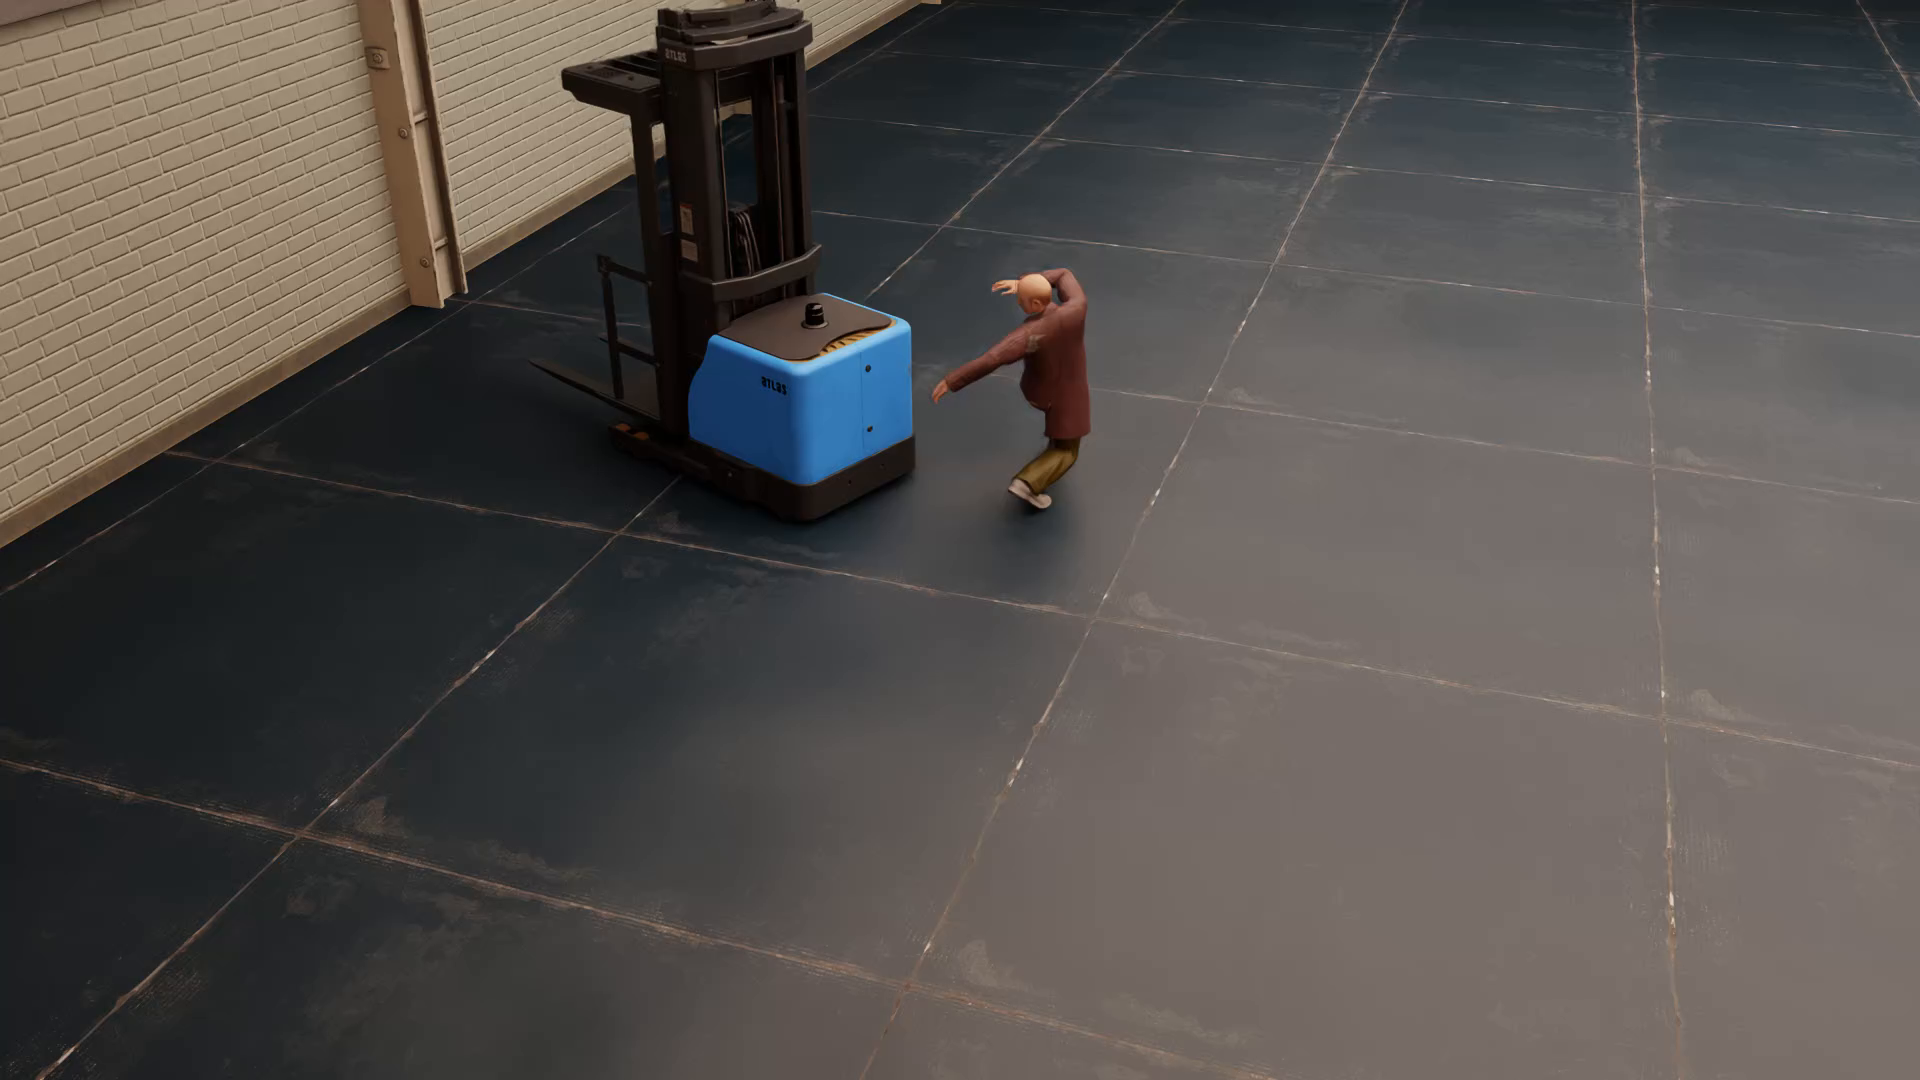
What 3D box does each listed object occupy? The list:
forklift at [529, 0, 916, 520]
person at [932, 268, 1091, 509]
[{"bbox_3d":[-1.730,-1.998,10.641,3.031,2.935,1.130,23,37,35],"label":"forklift"},{"bbox_3d":[0.355,-1.012,10.396,0.957,1.477,1.055,4,30,7],"label":"person"}]
